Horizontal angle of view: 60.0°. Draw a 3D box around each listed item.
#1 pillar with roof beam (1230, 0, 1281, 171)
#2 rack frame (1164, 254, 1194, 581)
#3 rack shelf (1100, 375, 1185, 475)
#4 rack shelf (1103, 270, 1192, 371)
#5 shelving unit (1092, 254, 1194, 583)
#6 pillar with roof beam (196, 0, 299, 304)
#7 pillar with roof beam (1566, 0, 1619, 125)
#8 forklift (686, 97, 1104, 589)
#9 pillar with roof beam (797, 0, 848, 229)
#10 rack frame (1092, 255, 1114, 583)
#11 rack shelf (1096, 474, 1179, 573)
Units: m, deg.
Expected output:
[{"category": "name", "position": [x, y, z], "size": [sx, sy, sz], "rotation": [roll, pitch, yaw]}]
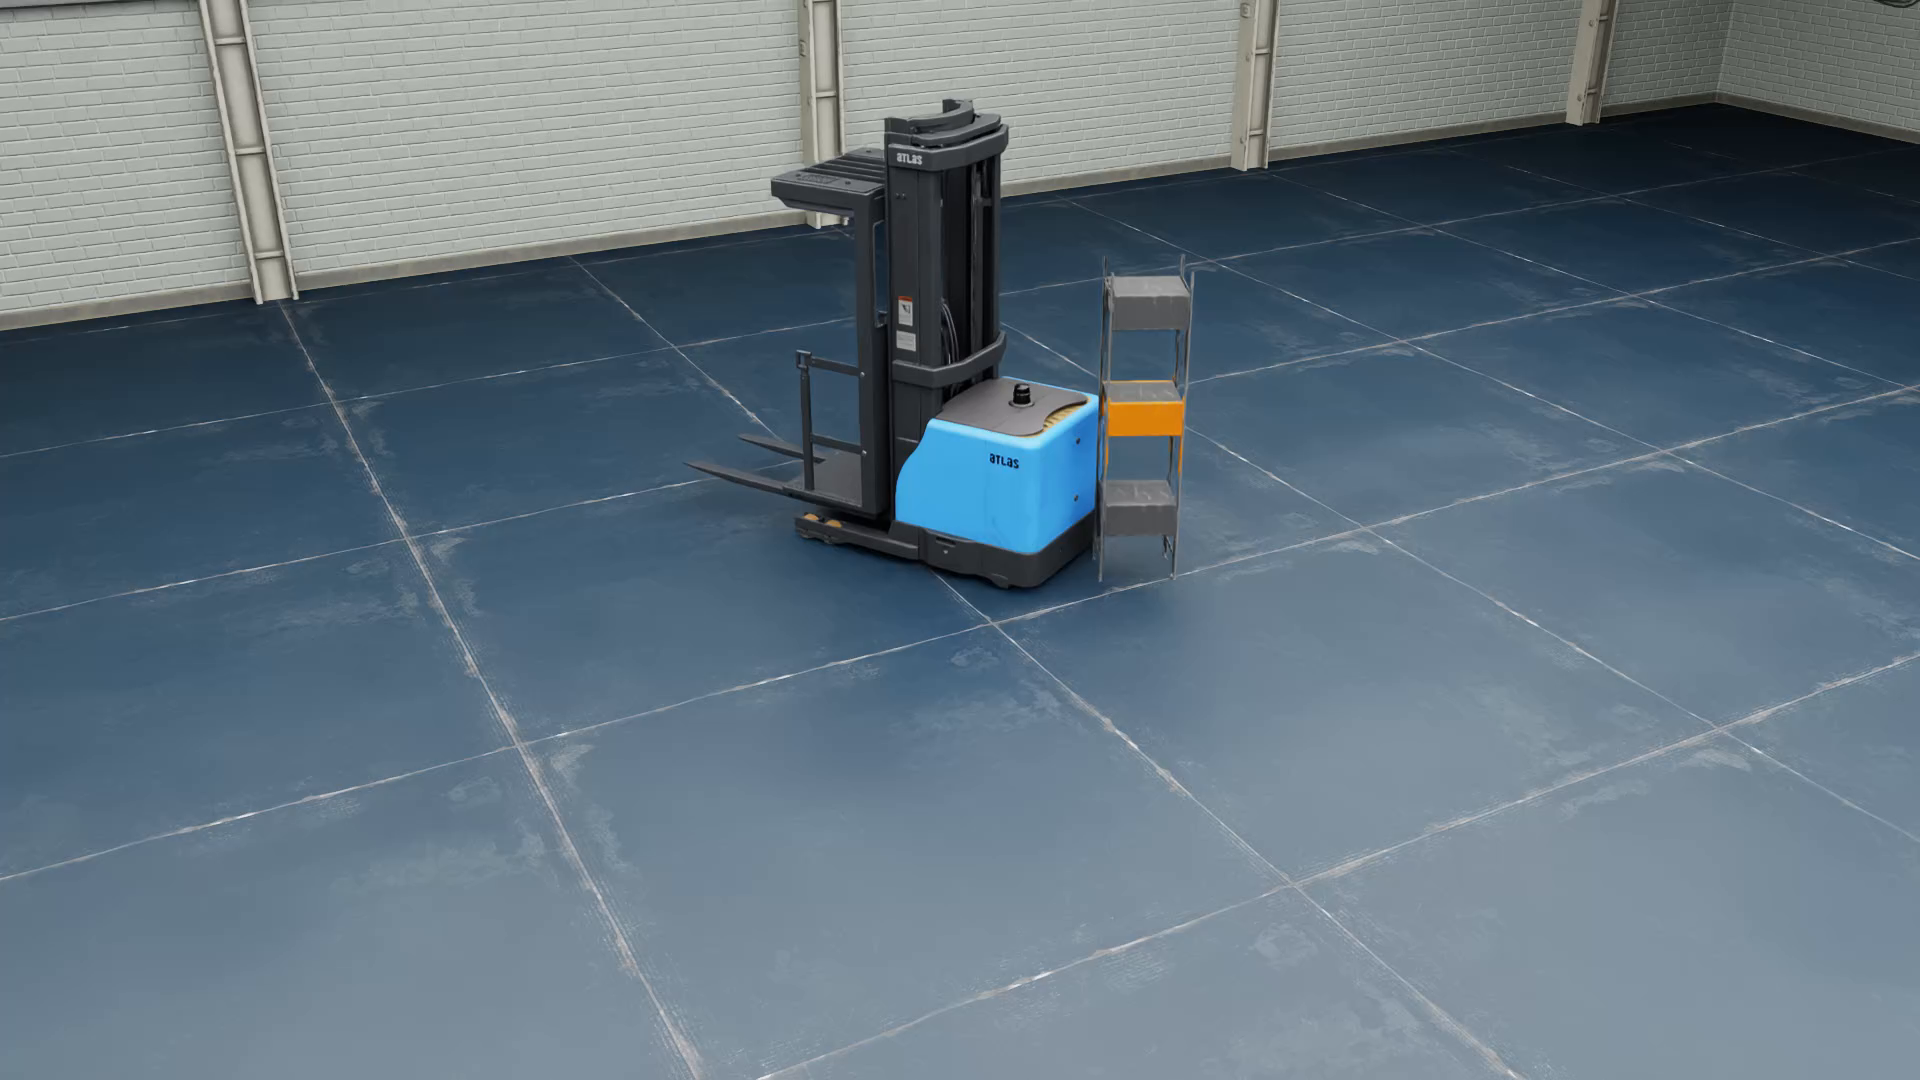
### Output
[{"category": "pillar with roof beam", "position": [5.788, -7.277, 16.312], "size": [0.400, 9.000, 9.100], "rotation": [-13, 29, -25]}, {"category": "rack frame", "position": [1.406, -0.760, 10.709], "size": [0.015, 2.100, 0.400], "rotation": [-1, 26, -2]}, {"category": "rack shelf", "position": [1.162, -0.743, 10.705], "size": [0.480, 0.518, 0.431], "rotation": [-1, 26, -2]}, {"category": "rack shelf", "position": [1.162, -1.374, 10.402], "size": [0.480, 0.518, 0.431], "rotation": [-1, 26, -2]}, {"category": "shelving unit", "position": [1.162, -0.755, 10.700], "size": [0.503, 2.100, 0.431], "rotation": [-1, 26, -2]}, {"category": "pillar with roof beam", "position": [-4.800, -4.833, 11.221], "size": [0.400, 9.000, 9.100], "rotation": [-13, 29, -25]}, {"category": "pillar with roof beam", "position": [11.082, -8.499, 18.857], "size": [0.400, 9.000, 9.100], "rotation": [-13, 29, -25]}, {"category": "forklift", "position": [-0.550, -1.467, 11.220], "size": [3.031, 2.935, 1.130], "rotation": [15, 29, 28]}, {"category": "pillar with roof beam", "position": [0.494, -6.055, 13.767], "size": [0.400, 9.000, 9.100], "rotation": [-13, 29, -25]}, {"category": "rack frame", "position": [0.918, -0.751, 10.691], "size": [0.015, 2.100, 0.400], "rotation": [-1, 26, -2]}, {"category": "rack shelf", "position": [1.162, -0.112, 11.009], "size": [0.480, 0.518, 0.431], "rotation": [-1, 26, -2]}]
